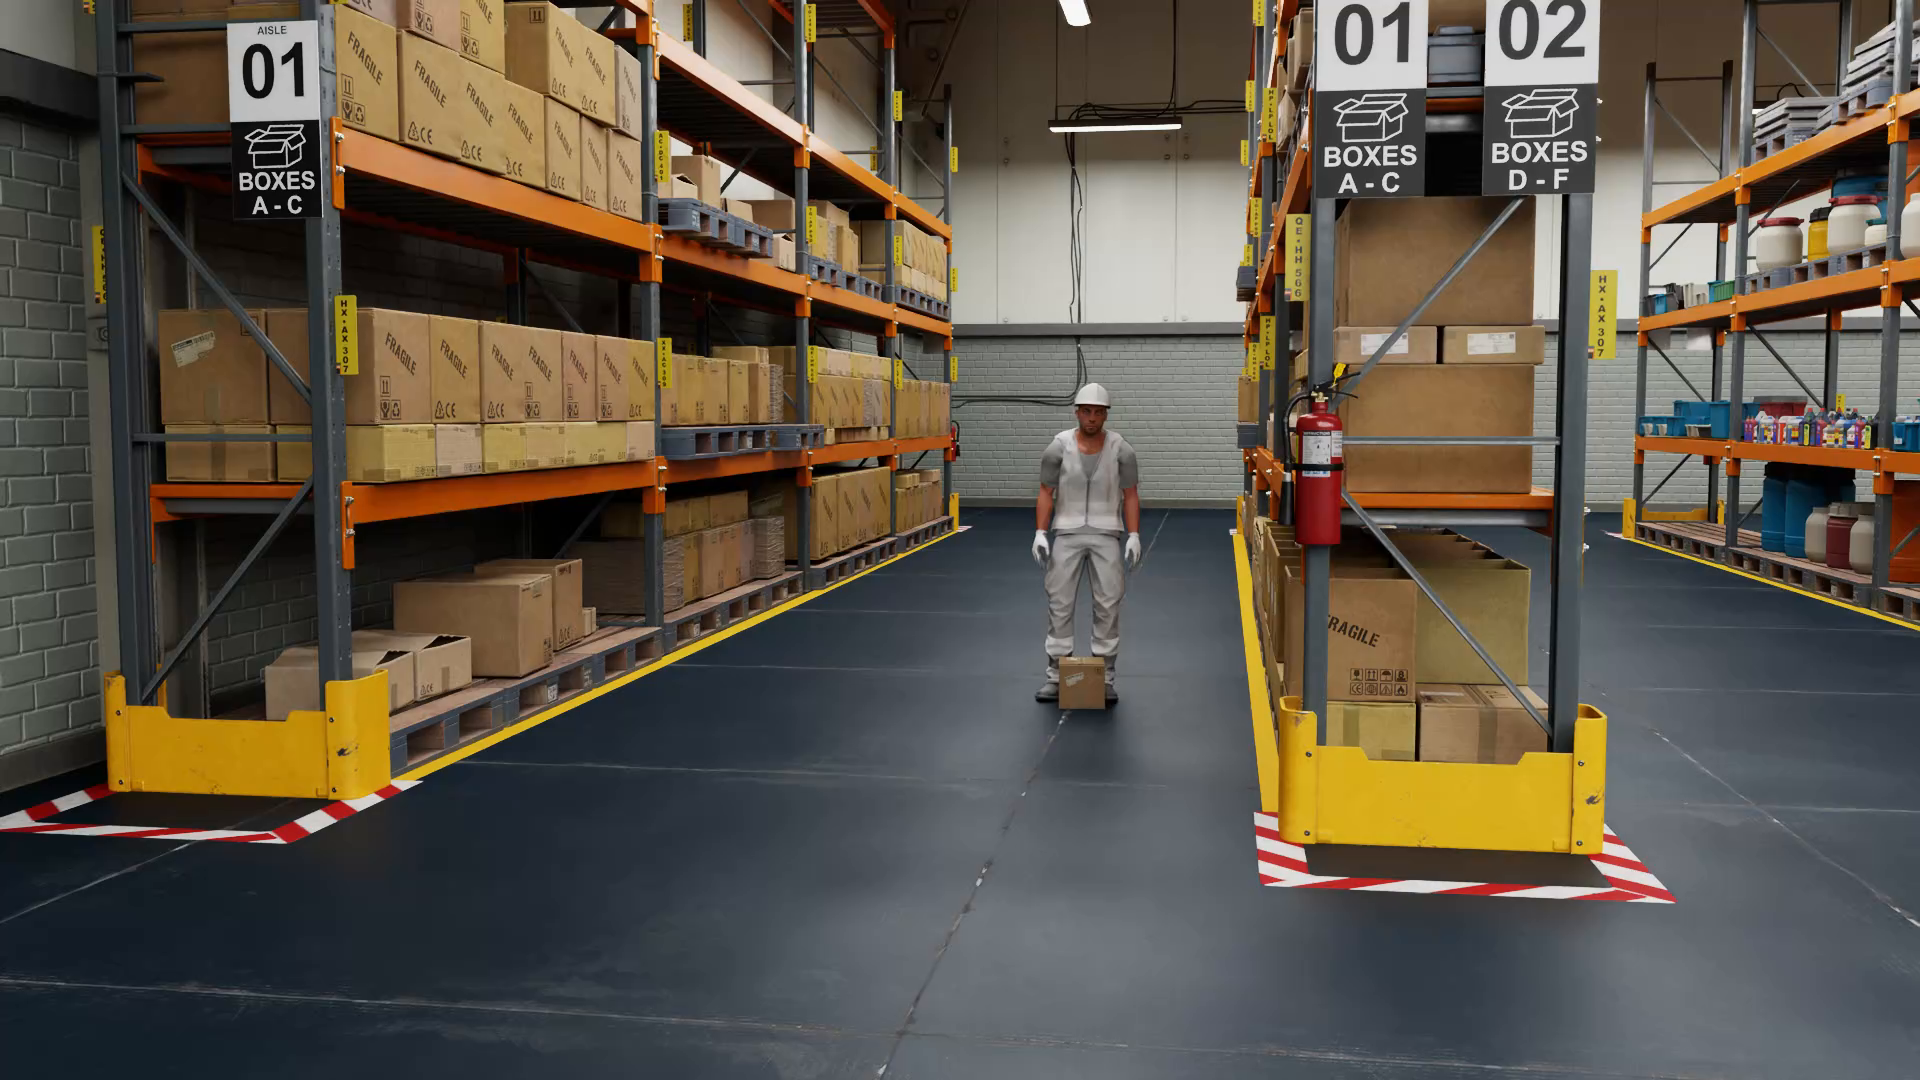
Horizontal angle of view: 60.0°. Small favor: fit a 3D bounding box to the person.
[{"bbox_3d":[0.711,0.011,9.342,0.608,1.778,0.453,0,4,5],"label":"person"}]
